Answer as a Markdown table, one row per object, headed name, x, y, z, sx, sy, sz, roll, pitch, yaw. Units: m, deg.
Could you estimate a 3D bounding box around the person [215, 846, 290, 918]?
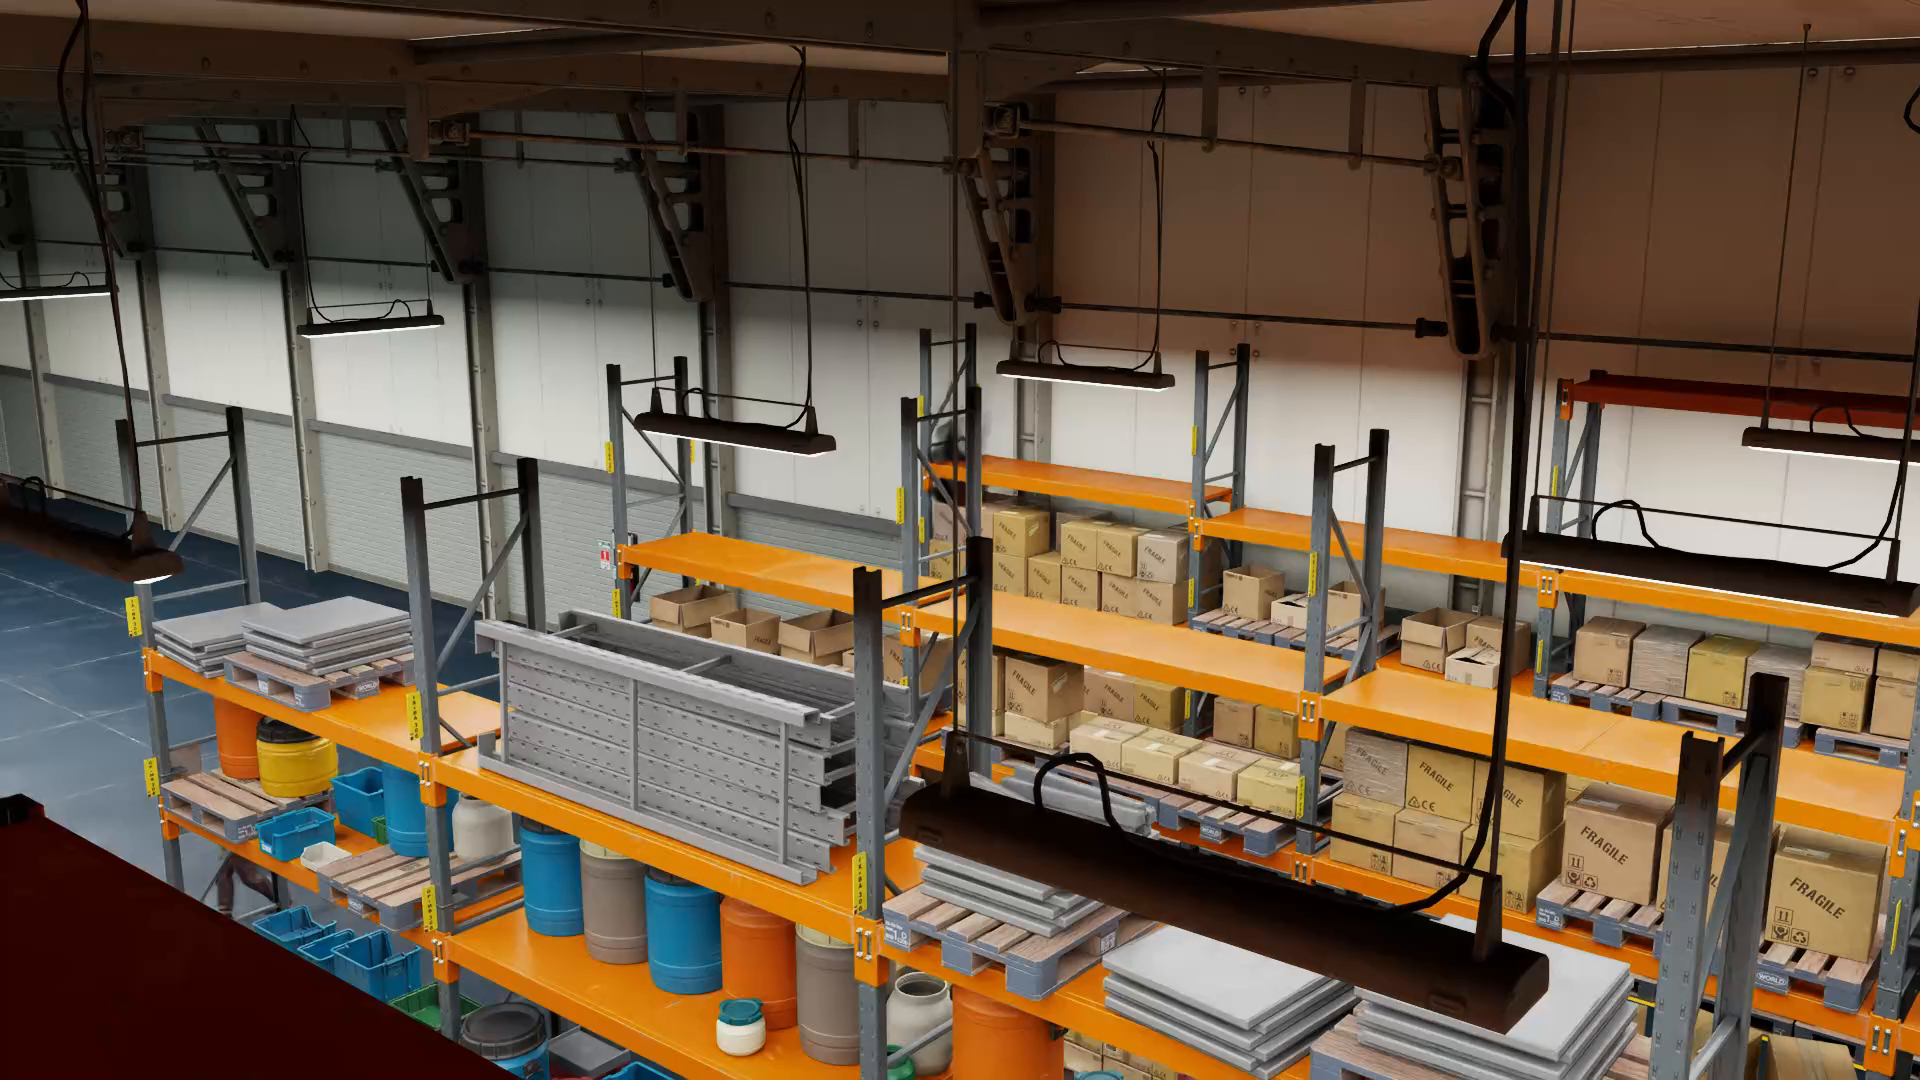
| name | x | y | z | sx | sy | sz | roll | pitch | yaw |
| --- | --- | --- | --- | --- | --- | --- | --- | --- | --- |
| person | -7.693 | 3.329 | 17.784 | 0.871 | 1.687 | 0.638 | -5 | 14 | -22 |
